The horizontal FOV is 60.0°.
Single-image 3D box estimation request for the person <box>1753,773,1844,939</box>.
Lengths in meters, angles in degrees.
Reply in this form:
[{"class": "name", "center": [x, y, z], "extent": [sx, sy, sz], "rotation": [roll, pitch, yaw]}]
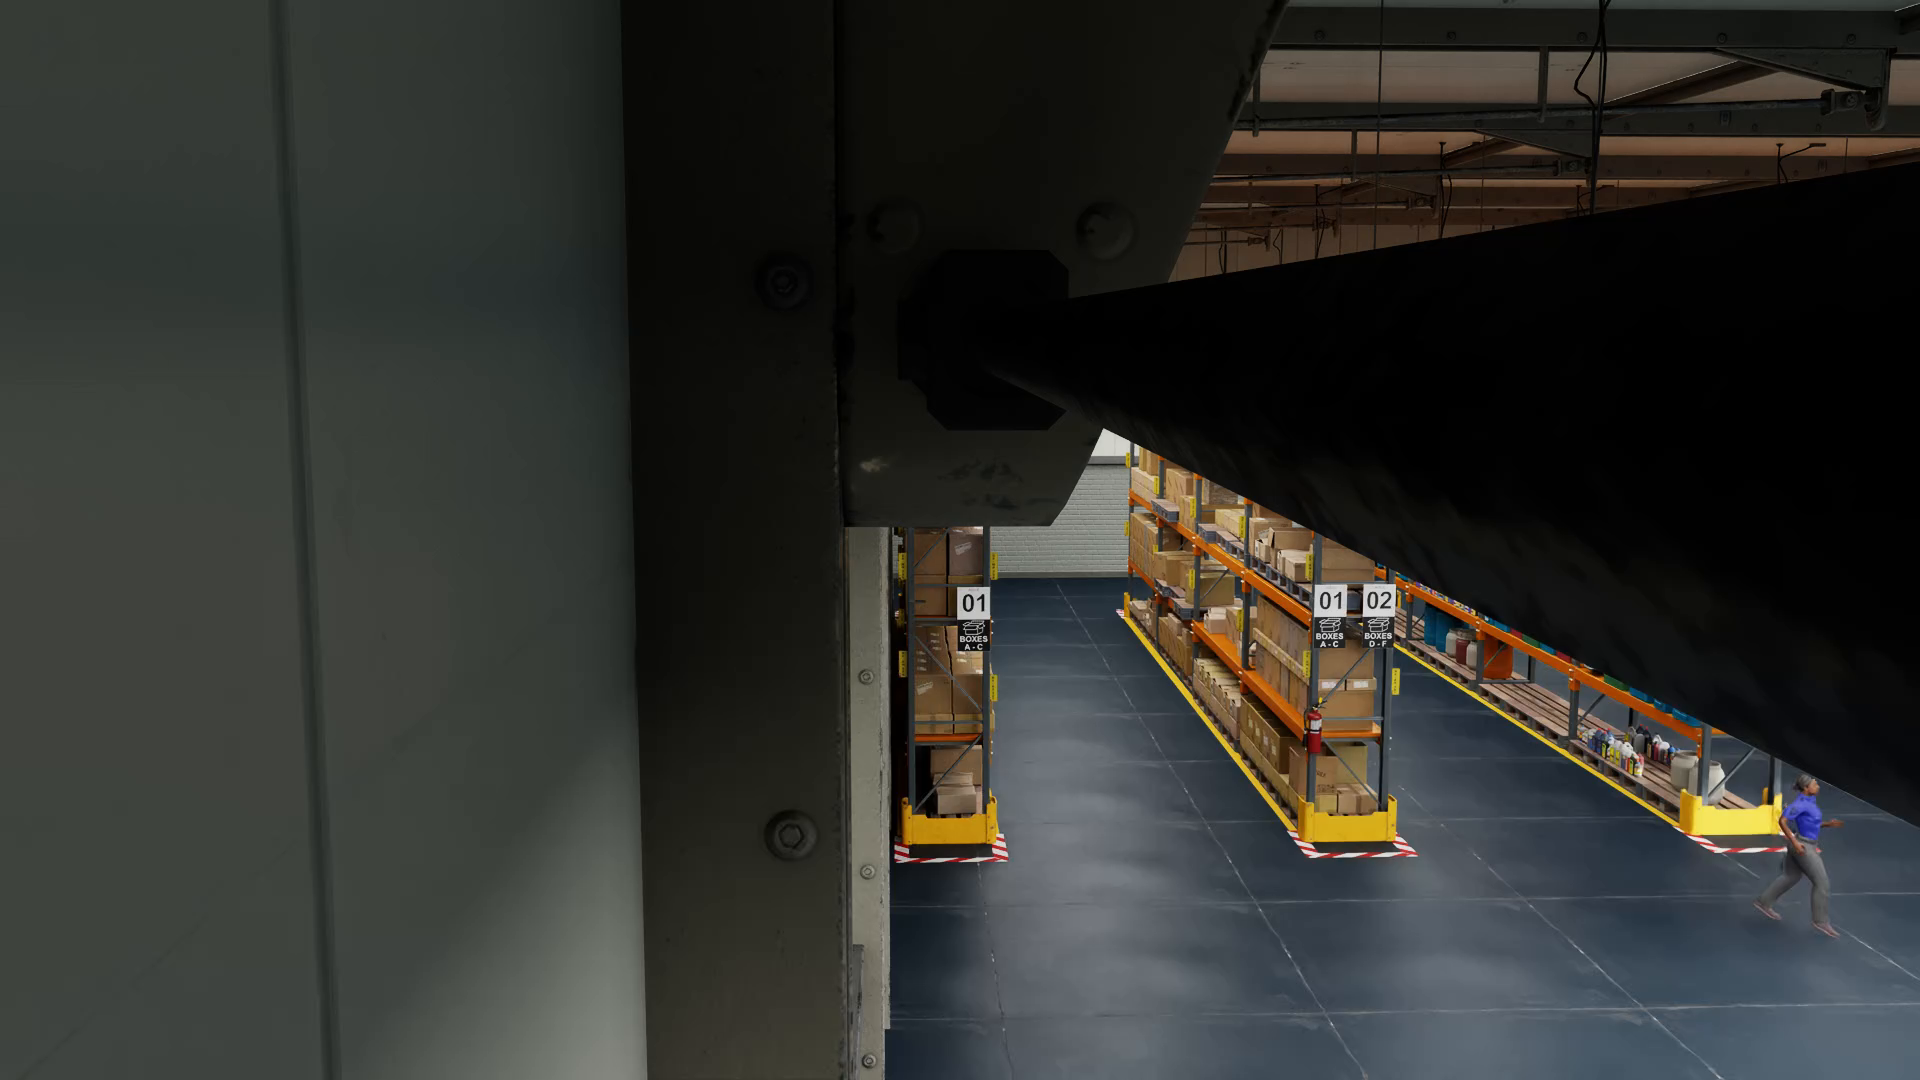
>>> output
[{"class": "person", "center": [8.821, 3.277, 17.443], "extent": [0.826, 1.699, 0.556], "rotation": [3, 8, 23]}]
